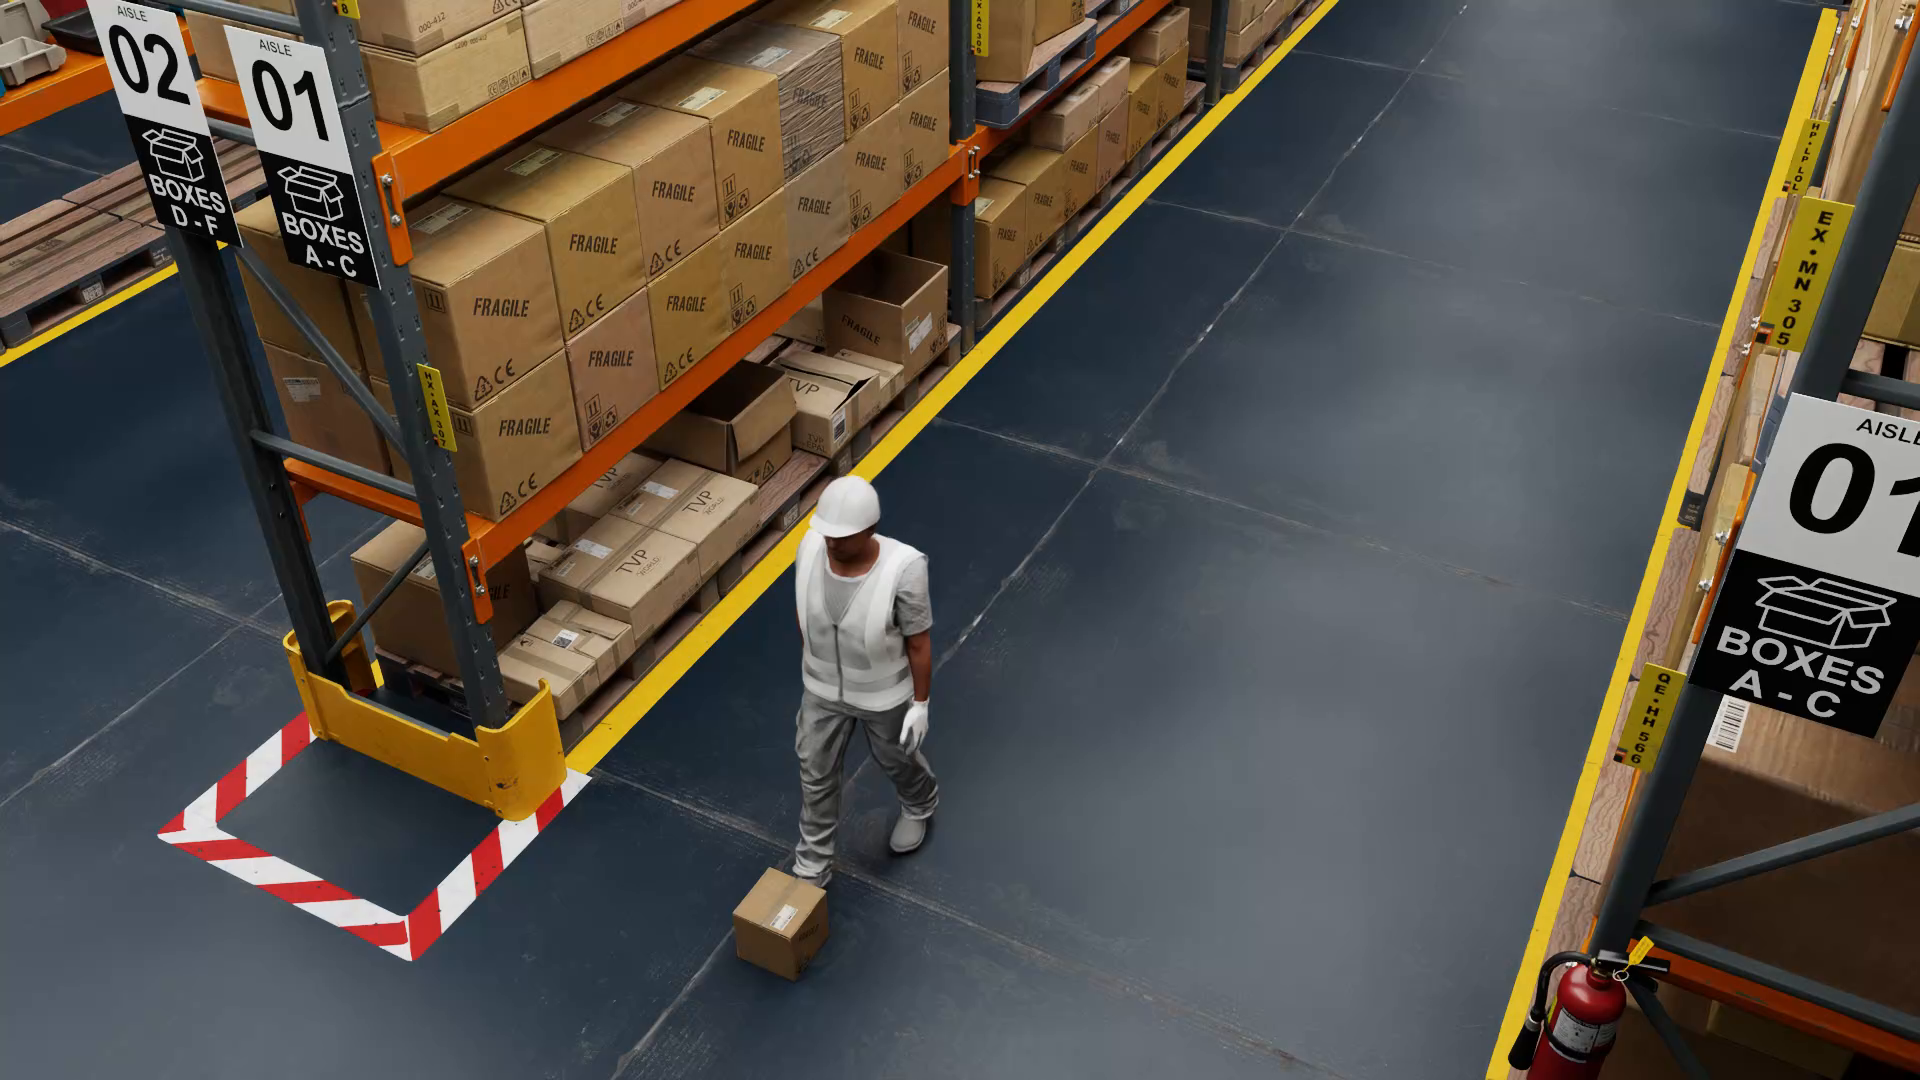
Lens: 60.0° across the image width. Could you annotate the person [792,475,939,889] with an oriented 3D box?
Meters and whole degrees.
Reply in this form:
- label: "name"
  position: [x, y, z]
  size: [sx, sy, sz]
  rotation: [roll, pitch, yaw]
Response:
- label: "person"
  position: [-0.385, 0.572, 5.973]
  size: [0.578, 1.772, 0.774]
  rotation: [13, 40, 16]
